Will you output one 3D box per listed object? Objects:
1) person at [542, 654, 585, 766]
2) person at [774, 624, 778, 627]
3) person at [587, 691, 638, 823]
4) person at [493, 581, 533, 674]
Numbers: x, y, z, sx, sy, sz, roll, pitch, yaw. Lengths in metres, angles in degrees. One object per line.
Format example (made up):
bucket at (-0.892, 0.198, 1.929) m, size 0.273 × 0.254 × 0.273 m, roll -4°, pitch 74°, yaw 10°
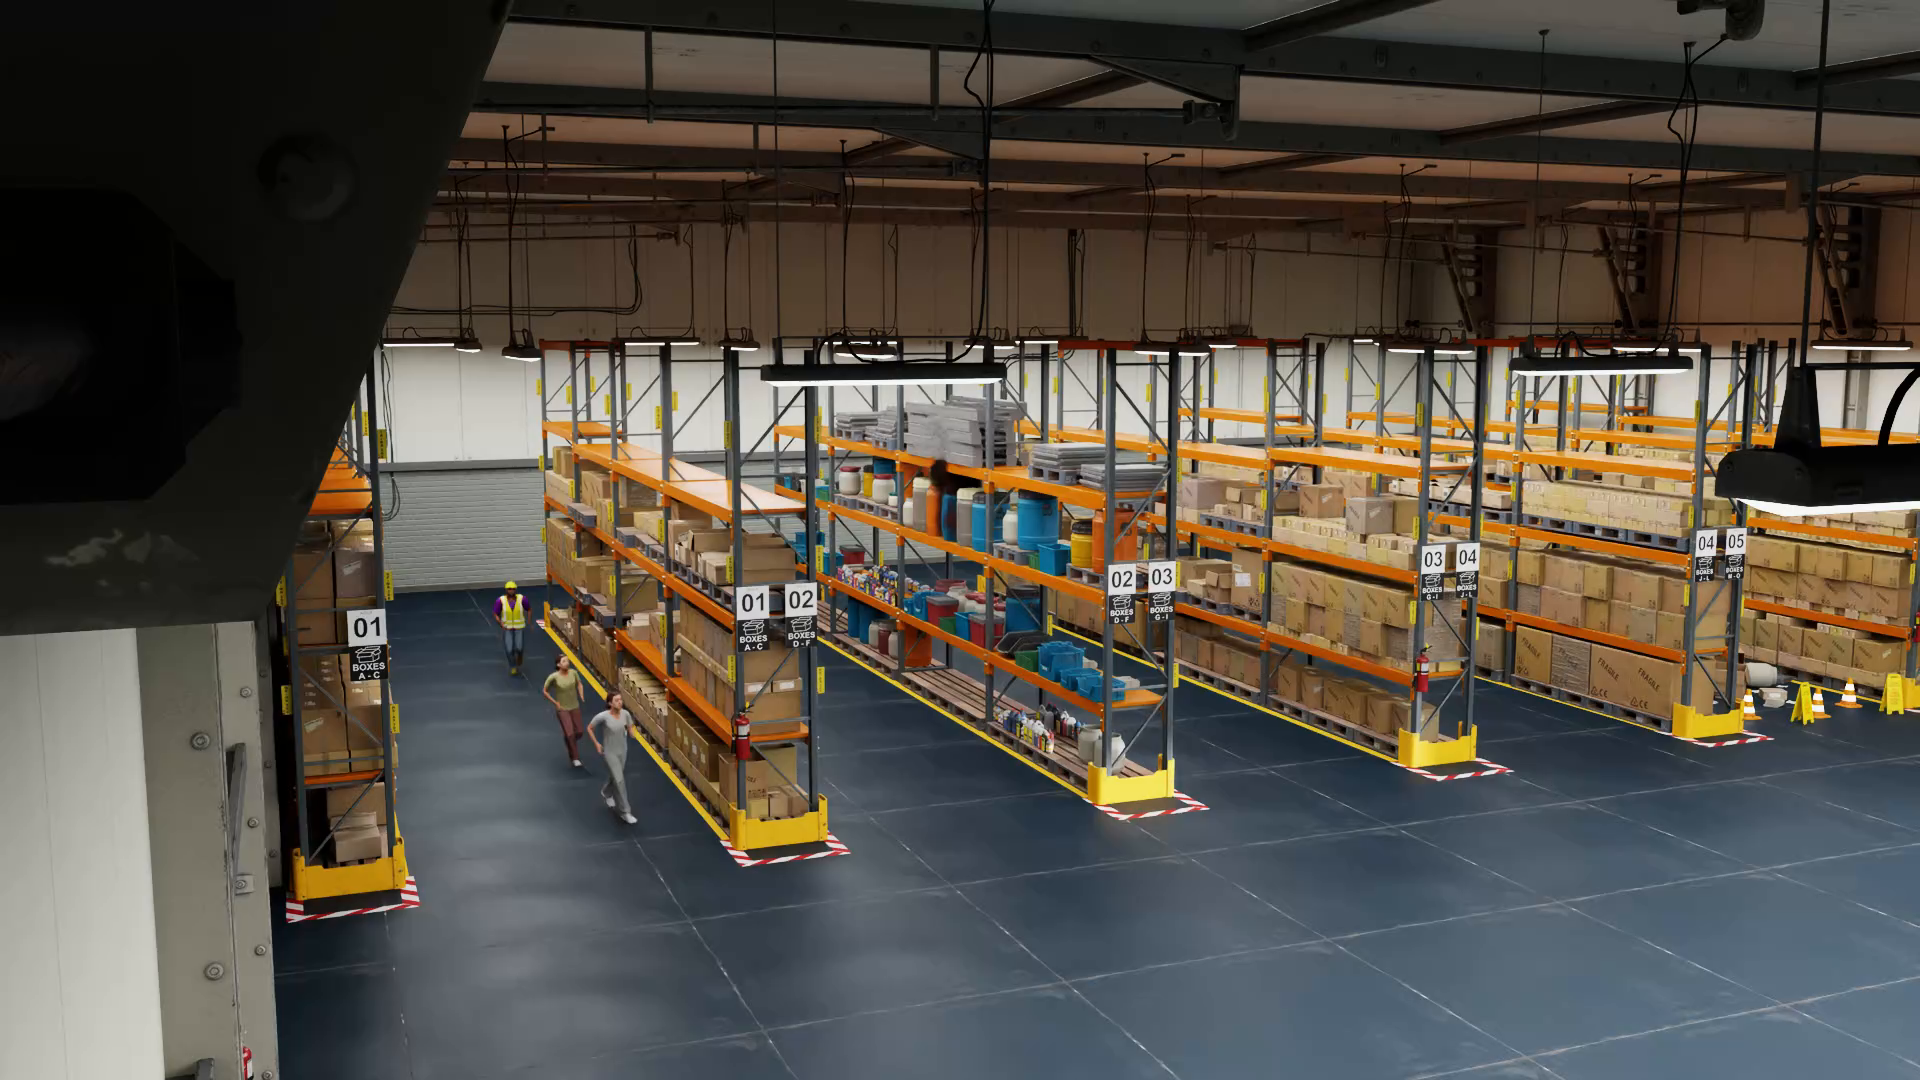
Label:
person at (-5.711, 2.420, 23.949) m, size 0.596 × 1.629 × 0.656 m, roll -5°, pitch 9°, yaw -36°
person at (-3.757, 1.193, 33.968) m, size 0.569 × 1.458 × 0.882 m, roll -1°, pitch 7°, yaw -7°
person at (-4.434, 2.724, 21.248) m, size 0.578 × 1.647 × 0.993 m, roll -7°, pitch 10°, yaw -43°
person at (-8.071, 1.583, 30.040) m, size 0.689 × 1.708 × 0.629 m, roll -2°, pitch 8°, yaw -16°
